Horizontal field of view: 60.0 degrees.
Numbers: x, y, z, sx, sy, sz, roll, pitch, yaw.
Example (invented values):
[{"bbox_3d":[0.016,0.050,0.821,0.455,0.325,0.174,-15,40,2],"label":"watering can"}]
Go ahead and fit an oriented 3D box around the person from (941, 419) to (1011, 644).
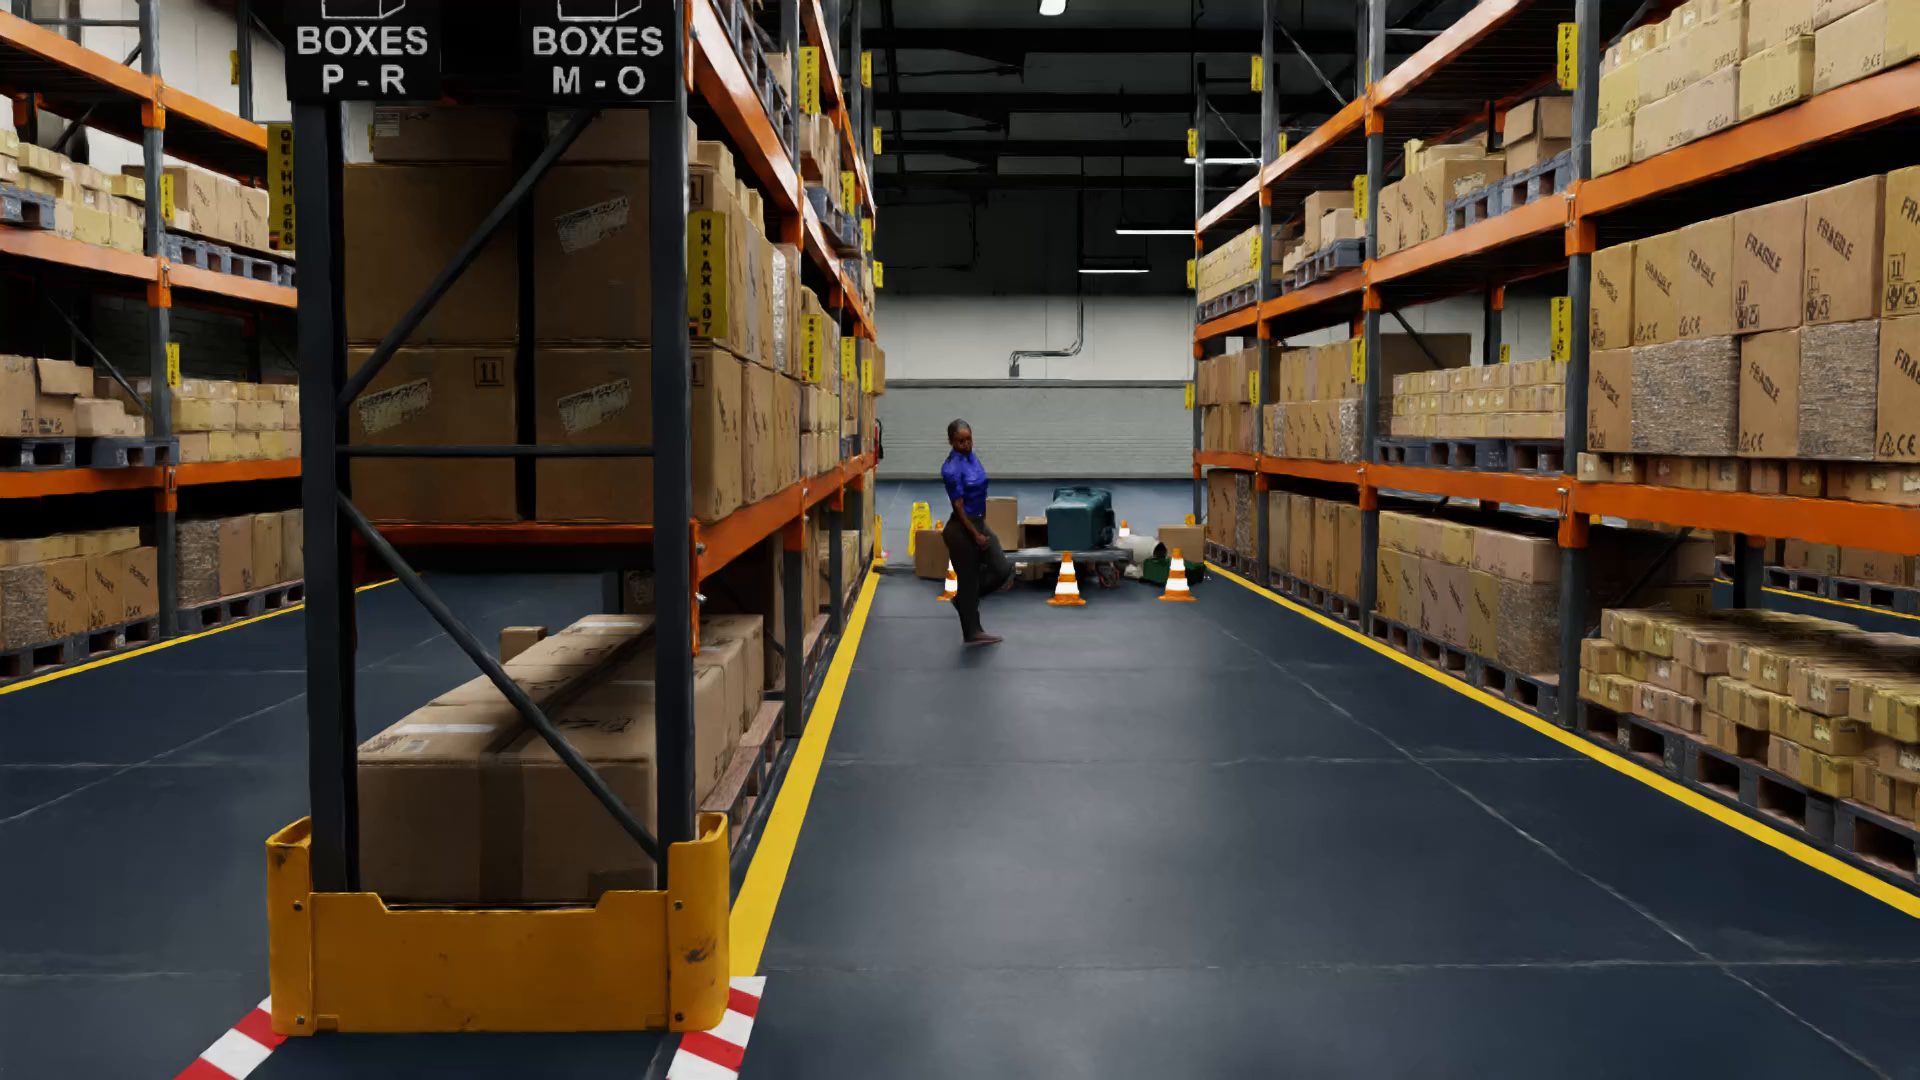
[{"bbox_3d":[0.048,-0.054,11.857,0.494,1.611,0.629,2,4,30],"label":"person"}]
